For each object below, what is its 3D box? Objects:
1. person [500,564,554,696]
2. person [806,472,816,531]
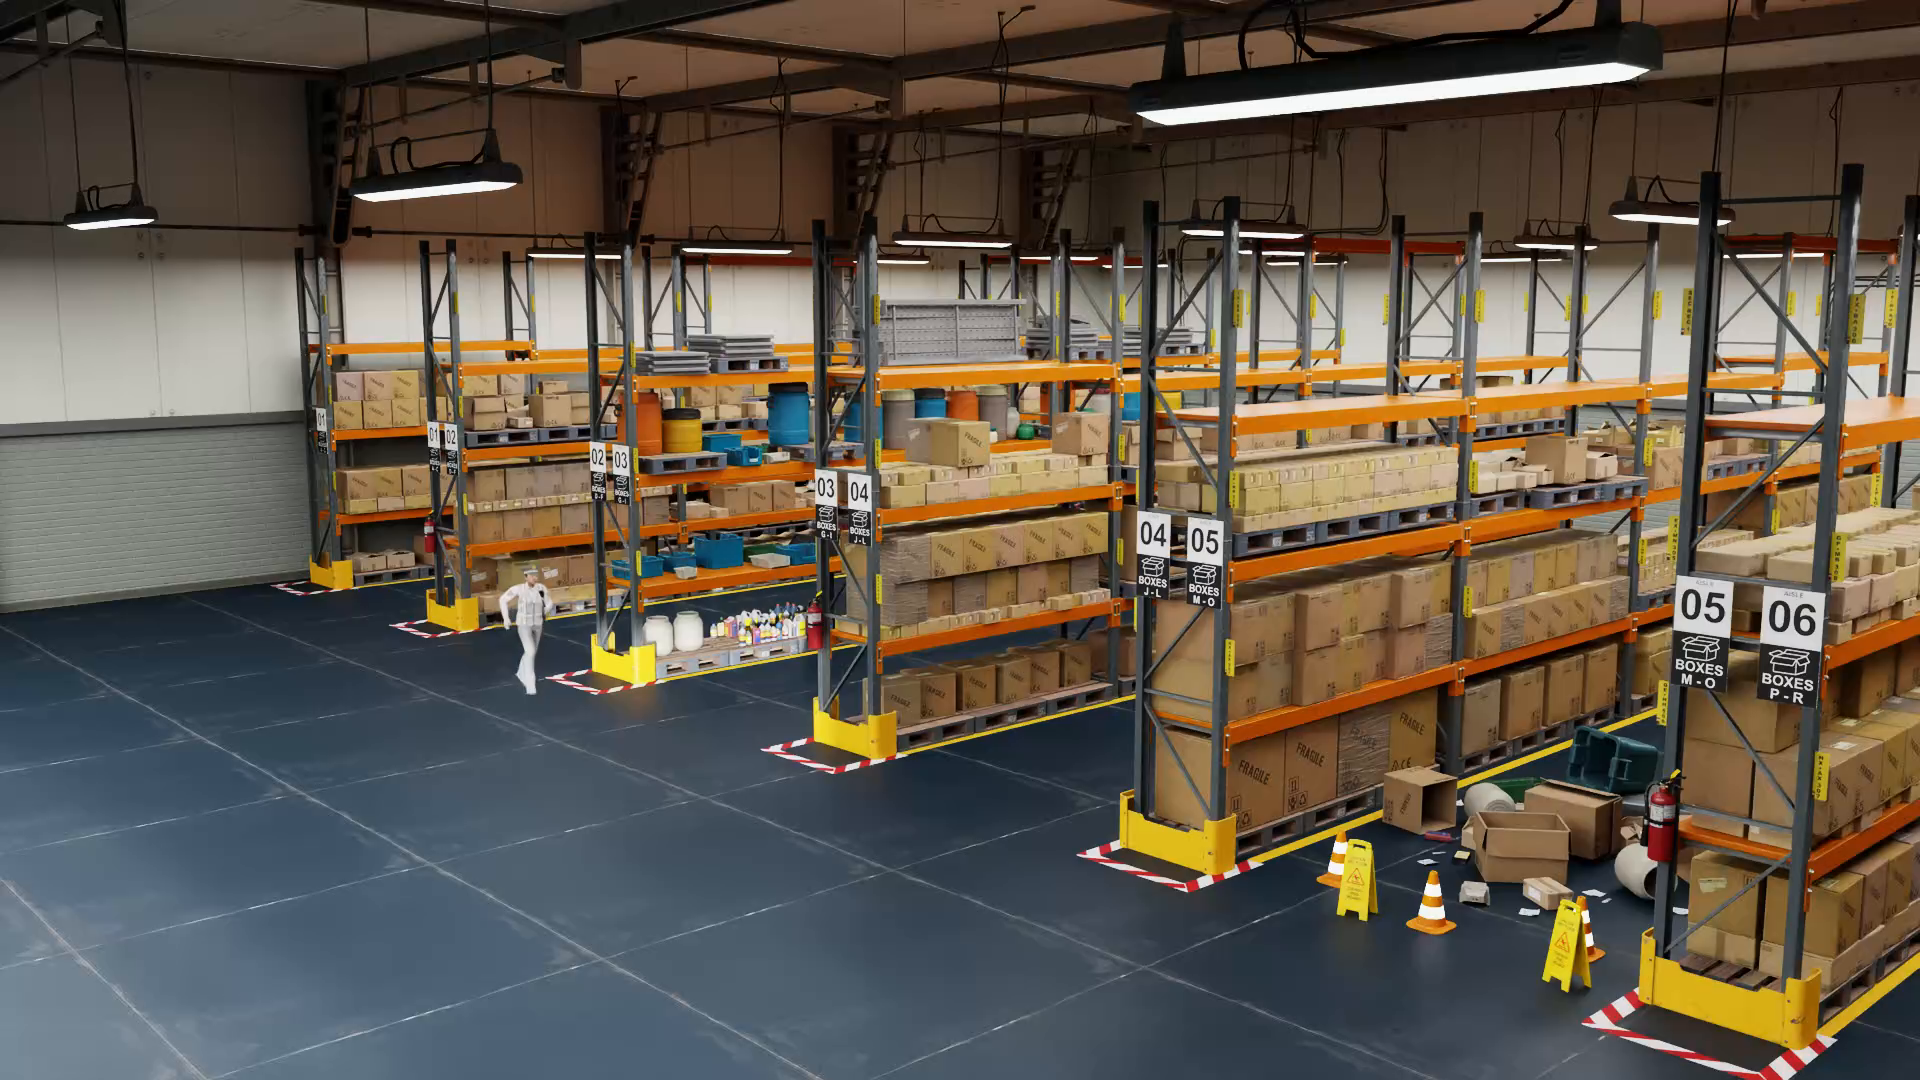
[{"bbox_3d":[-5.688,1.159,21.893,0.658,1.716,0.774,-6,11,-37],"label":"person"},{"bbox_3d":[-2.859,-0.603,33.455,0.833,1.812,0.654,-6,10,-37],"label":"person"}]
